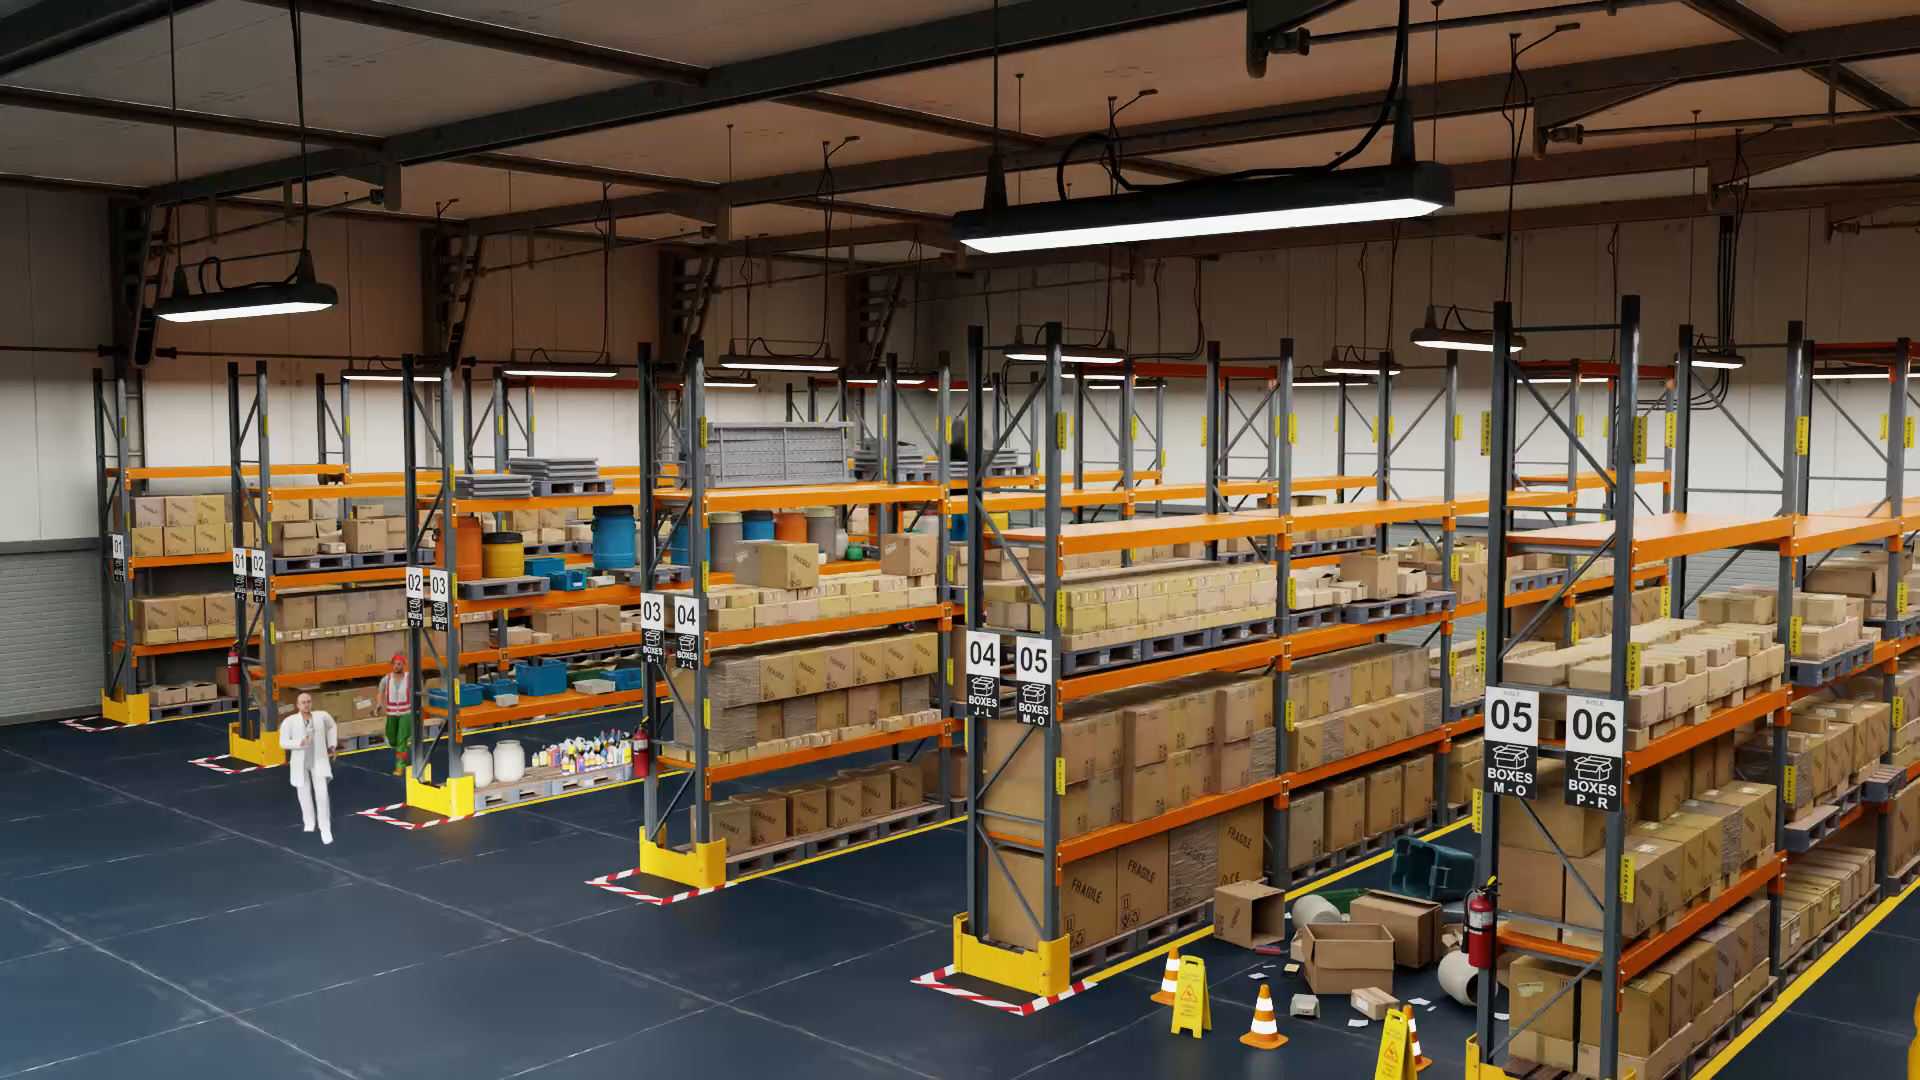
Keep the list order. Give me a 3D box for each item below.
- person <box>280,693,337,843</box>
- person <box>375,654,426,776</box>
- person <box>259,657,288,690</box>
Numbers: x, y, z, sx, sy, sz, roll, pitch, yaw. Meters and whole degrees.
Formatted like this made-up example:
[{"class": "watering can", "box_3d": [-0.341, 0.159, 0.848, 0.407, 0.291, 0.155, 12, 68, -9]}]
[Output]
[{"class": "person", "box_3d": [-7.978, 2.787, 20.385, 0.640, 1.848, 0.833, -1, 4, -19]}, {"class": "person", "box_3d": [-8.145, 2.520, 24.251, 0.668, 1.740, 0.750, 0, 4, -6]}, {"class": "person", "box_3d": [-11.283, 2.322, 27.314, 0.674, 1.698, 0.612, 1, 4, 7]}]
